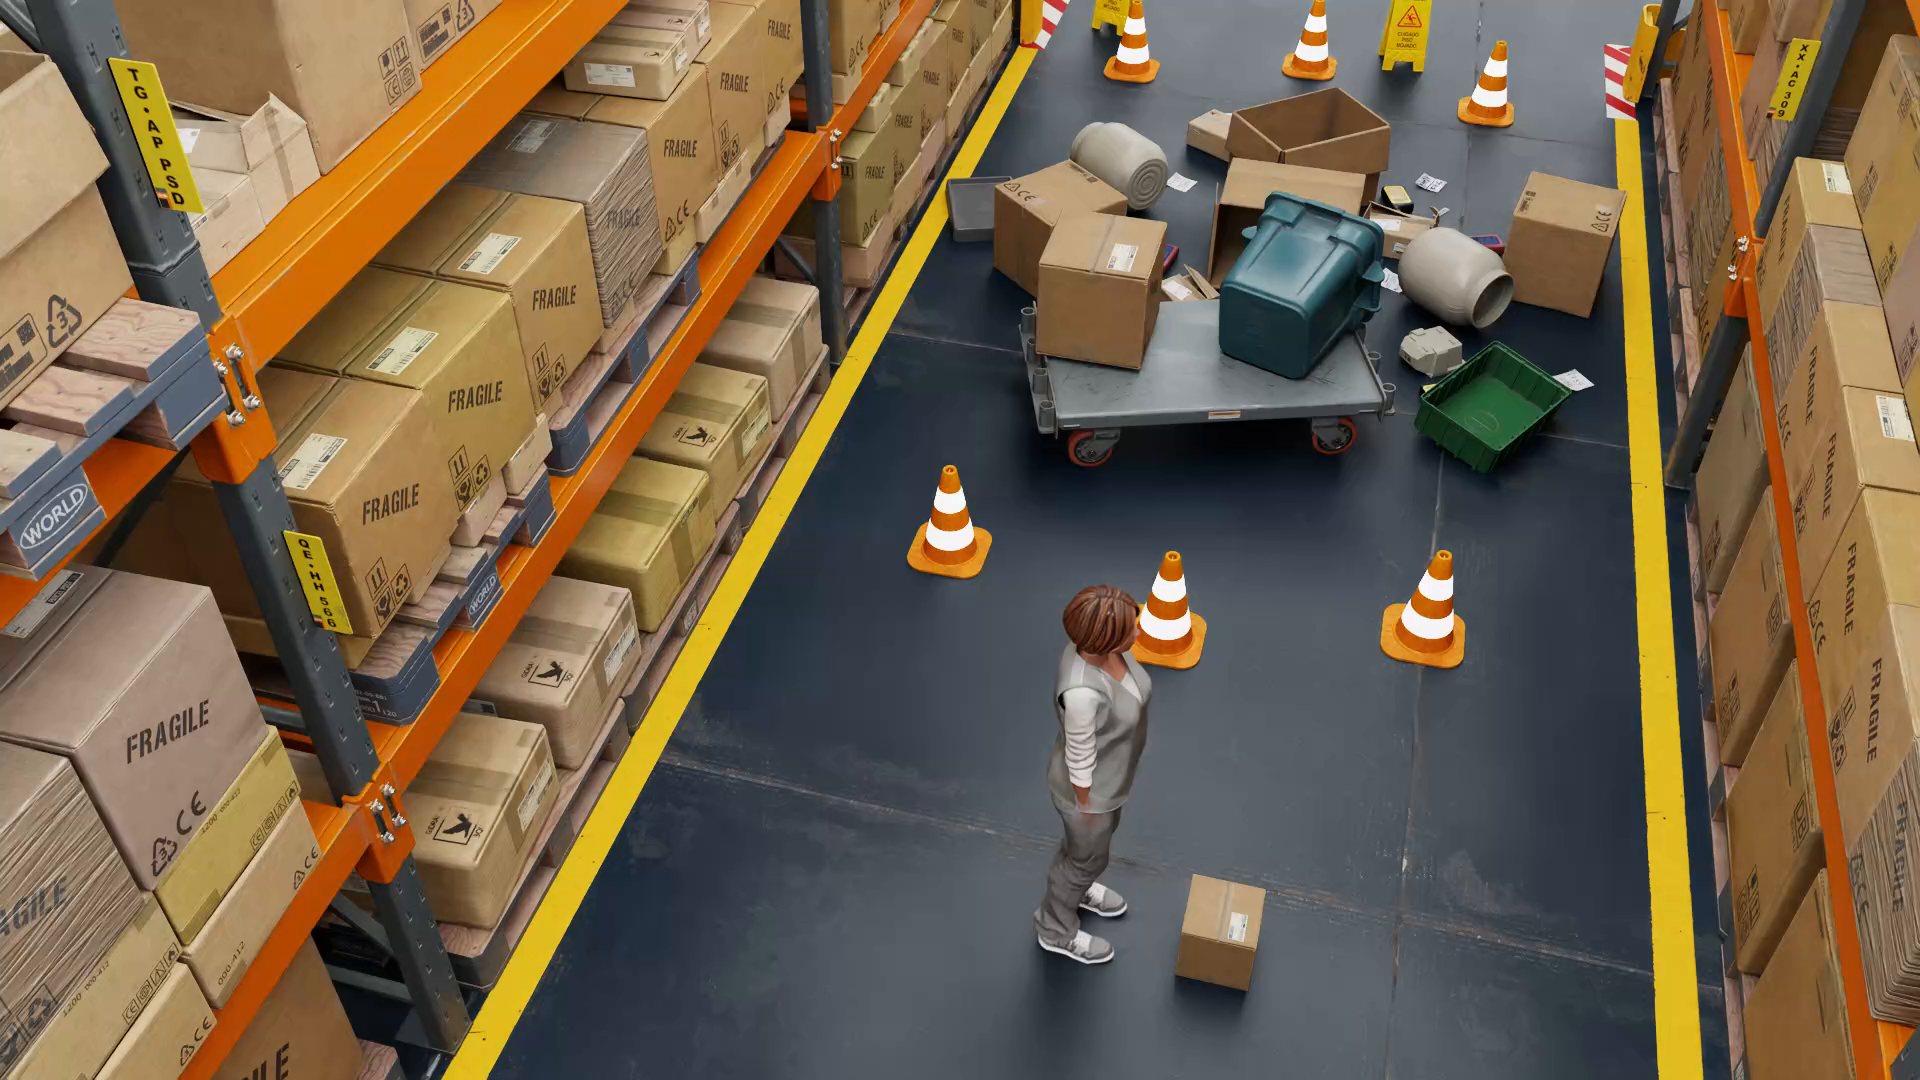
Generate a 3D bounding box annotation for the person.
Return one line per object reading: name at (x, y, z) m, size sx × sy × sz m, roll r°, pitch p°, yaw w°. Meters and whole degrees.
person at (0.429, 0.744, 5.331) m, size 0.308 × 1.596 × 0.405 m, roll 11°, pitch 43°, yaw 12°
